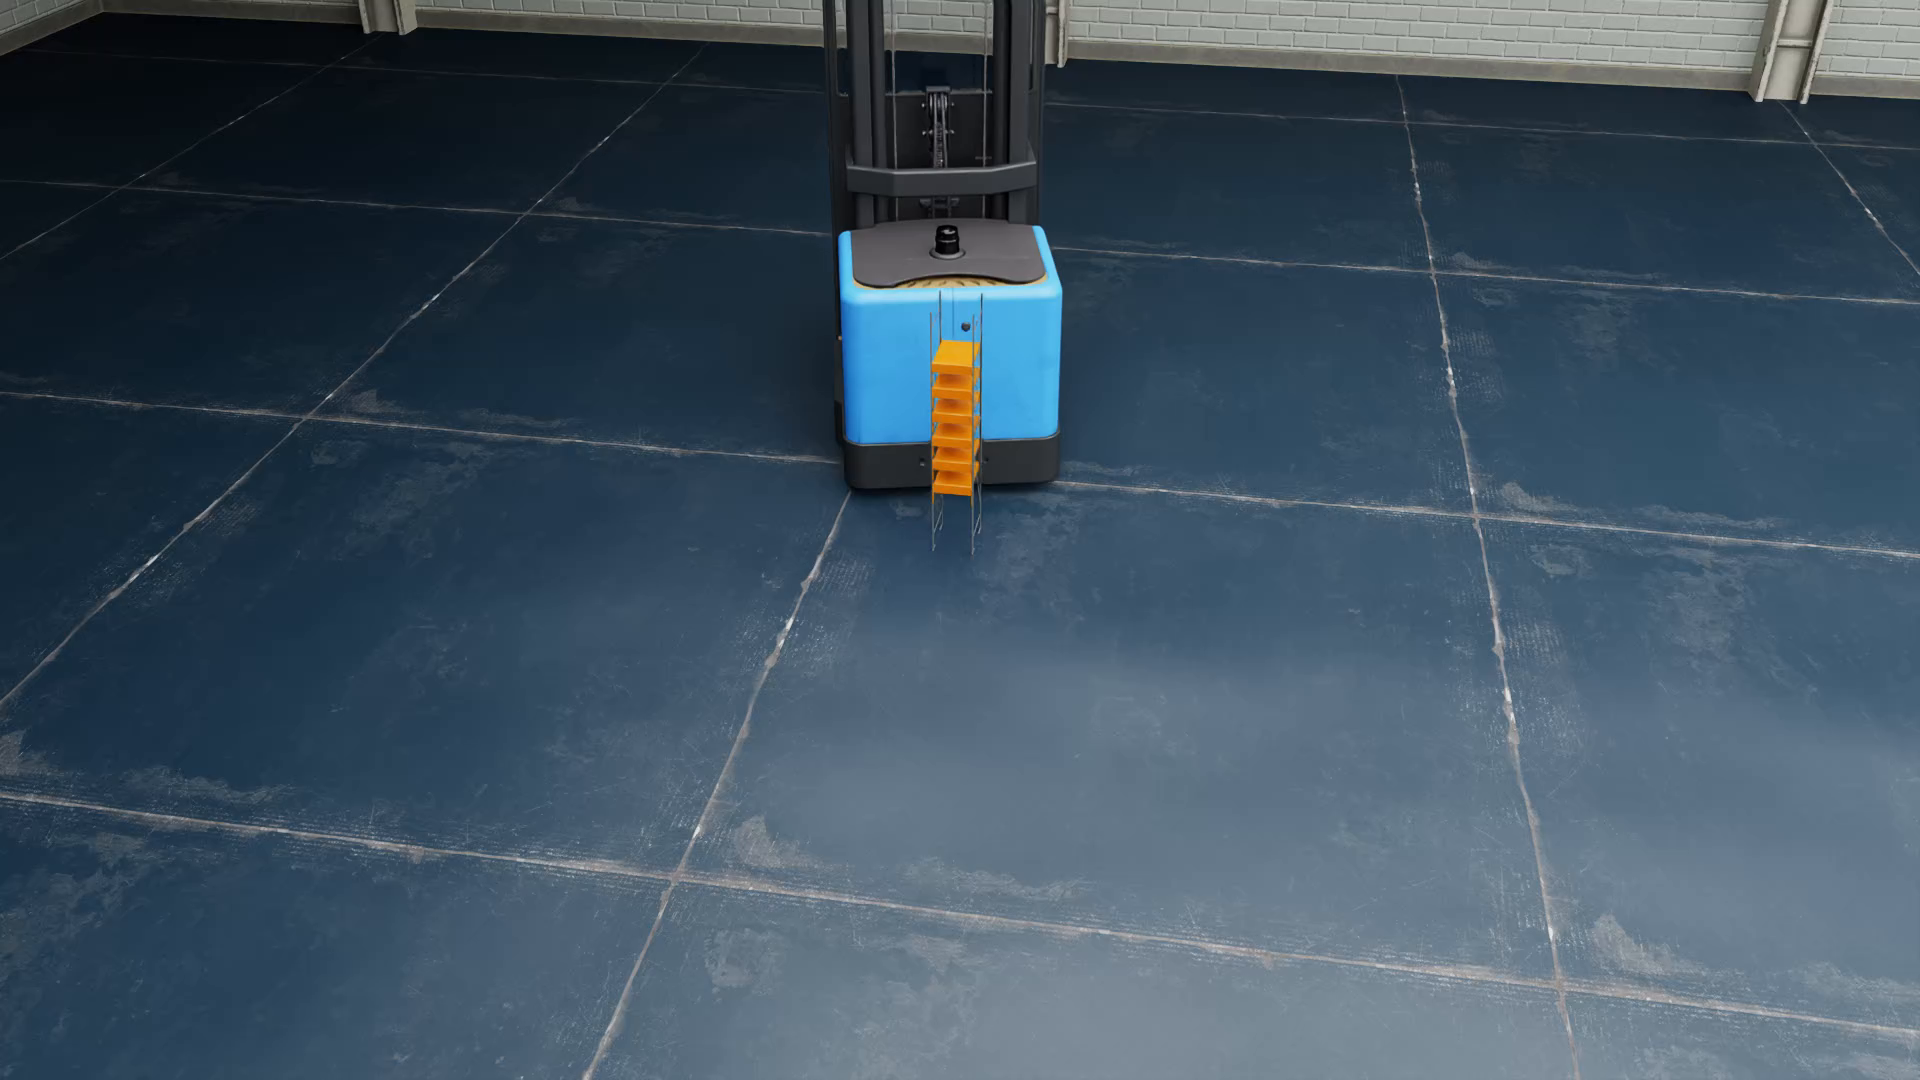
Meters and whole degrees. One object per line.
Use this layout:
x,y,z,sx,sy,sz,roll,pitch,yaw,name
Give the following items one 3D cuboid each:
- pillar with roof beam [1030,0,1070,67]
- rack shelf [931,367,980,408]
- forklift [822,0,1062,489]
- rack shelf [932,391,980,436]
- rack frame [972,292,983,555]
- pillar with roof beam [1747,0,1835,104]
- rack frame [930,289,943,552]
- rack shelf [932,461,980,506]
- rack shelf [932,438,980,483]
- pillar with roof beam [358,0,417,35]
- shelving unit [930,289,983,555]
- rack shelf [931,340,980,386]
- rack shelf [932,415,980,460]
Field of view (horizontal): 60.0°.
-0.010,-5.697,8.370,0.400,9.000,9.100,5,32,8,pillar with roof beam
-0.014,-0.676,7.330,0.180,0.103,0.258,5,32,8,rack shelf
-0.144,-2.246,8.576,1.130,2.935,3.031,-2,32,-4,forklift
-0.014,-0.574,7.394,0.180,0.103,0.258,5,32,8,rack shelf
0.076,-0.502,7.421,0.006,1.200,0.240,5,32,8,rack frame
5.904,-5.161,7.514,0.400,9.000,9.100,5,32,8,pillar with roof beam
-0.104,-0.518,7.447,0.006,1.200,0.240,5,32,8,rack frame
-0.014,-0.269,7.585,0.180,0.103,0.258,5,32,8,rack shelf
-0.014,-0.370,7.521,0.180,0.103,0.258,5,32,8,rack shelf
-5.925,-6.232,9.226,0.400,9.000,9.100,5,32,8,pillar with roof beam
-0.014,-0.510,7.434,0.189,1.200,0.258,5,32,8,shelving unit
-0.014,-0.777,7.266,0.180,0.103,0.258,5,32,8,rack shelf
-0.014,-0.472,7.457,0.180,0.103,0.258,5,32,8,rack shelf
